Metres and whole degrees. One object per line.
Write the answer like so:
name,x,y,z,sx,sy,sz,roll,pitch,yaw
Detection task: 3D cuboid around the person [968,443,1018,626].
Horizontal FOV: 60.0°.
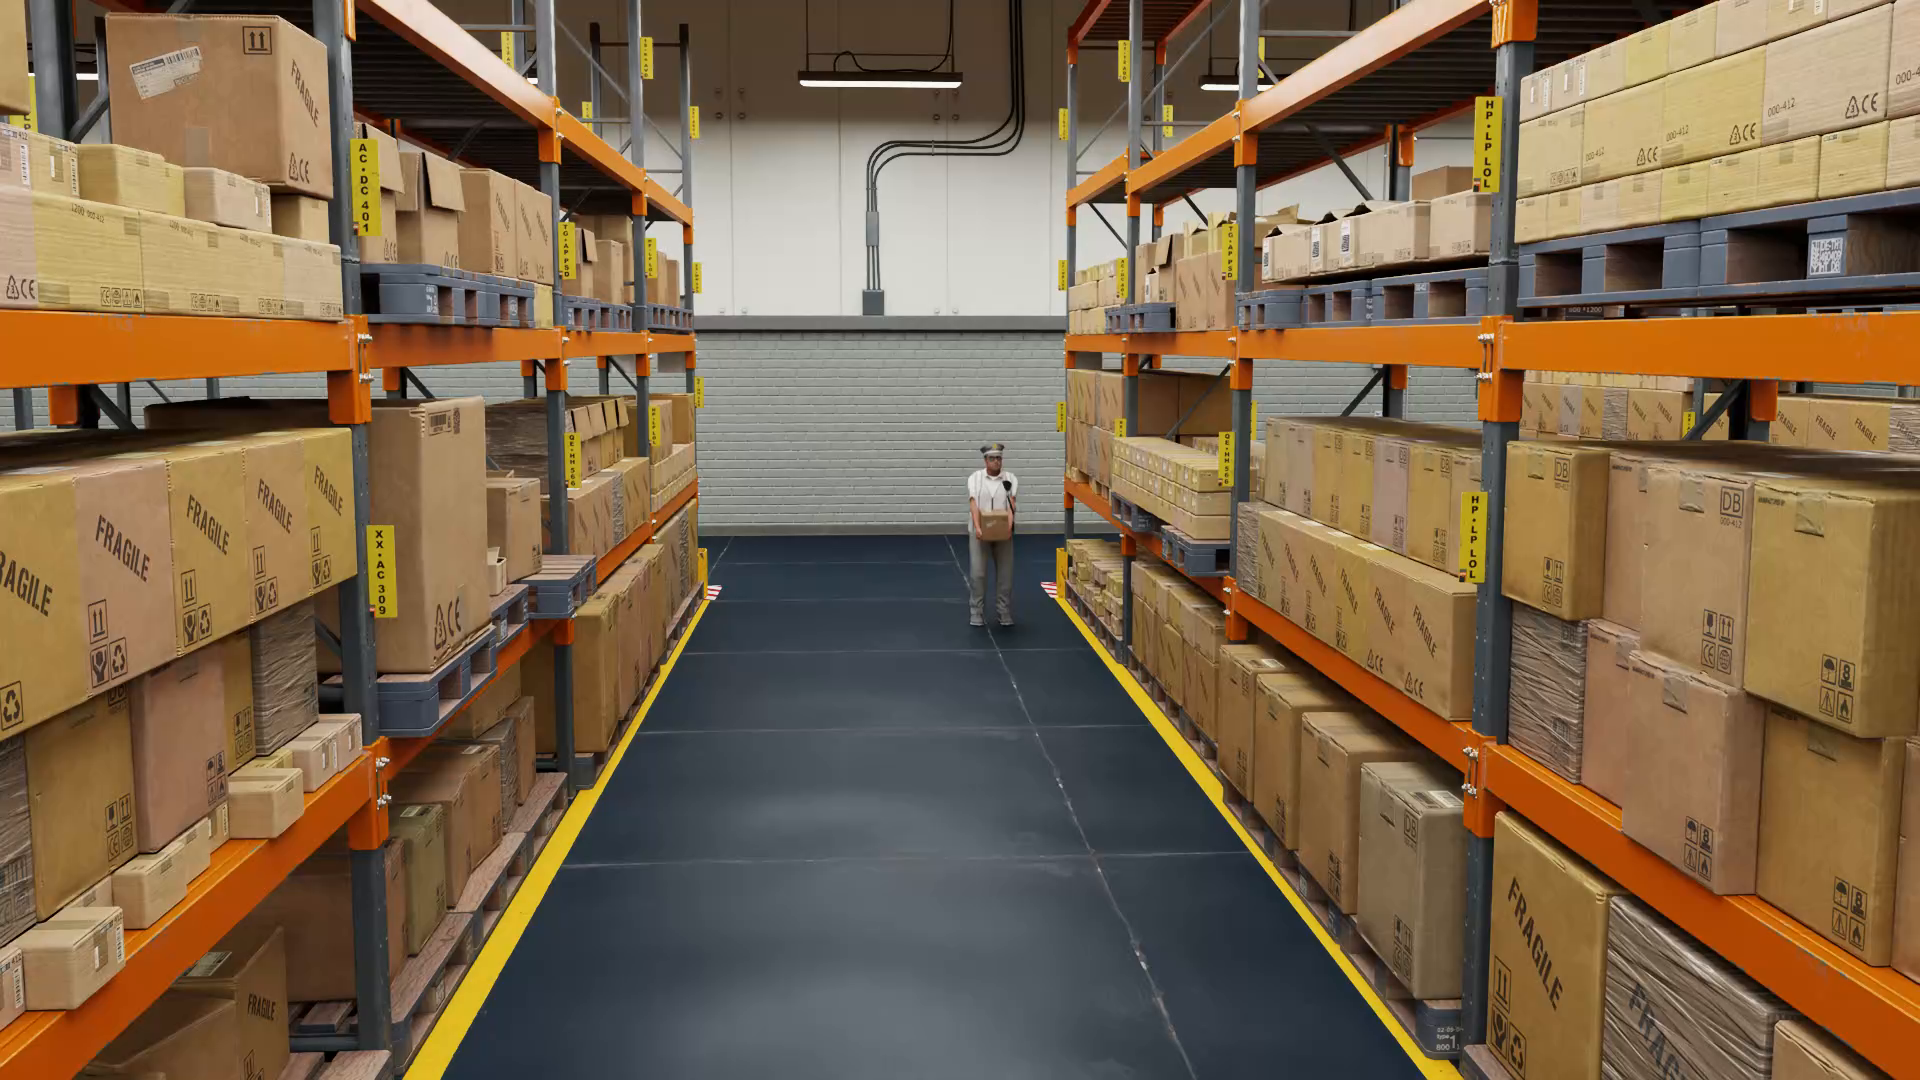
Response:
person,0.325,-0.052,16.088,0.490,1.772,0.567,-1,7,-5
